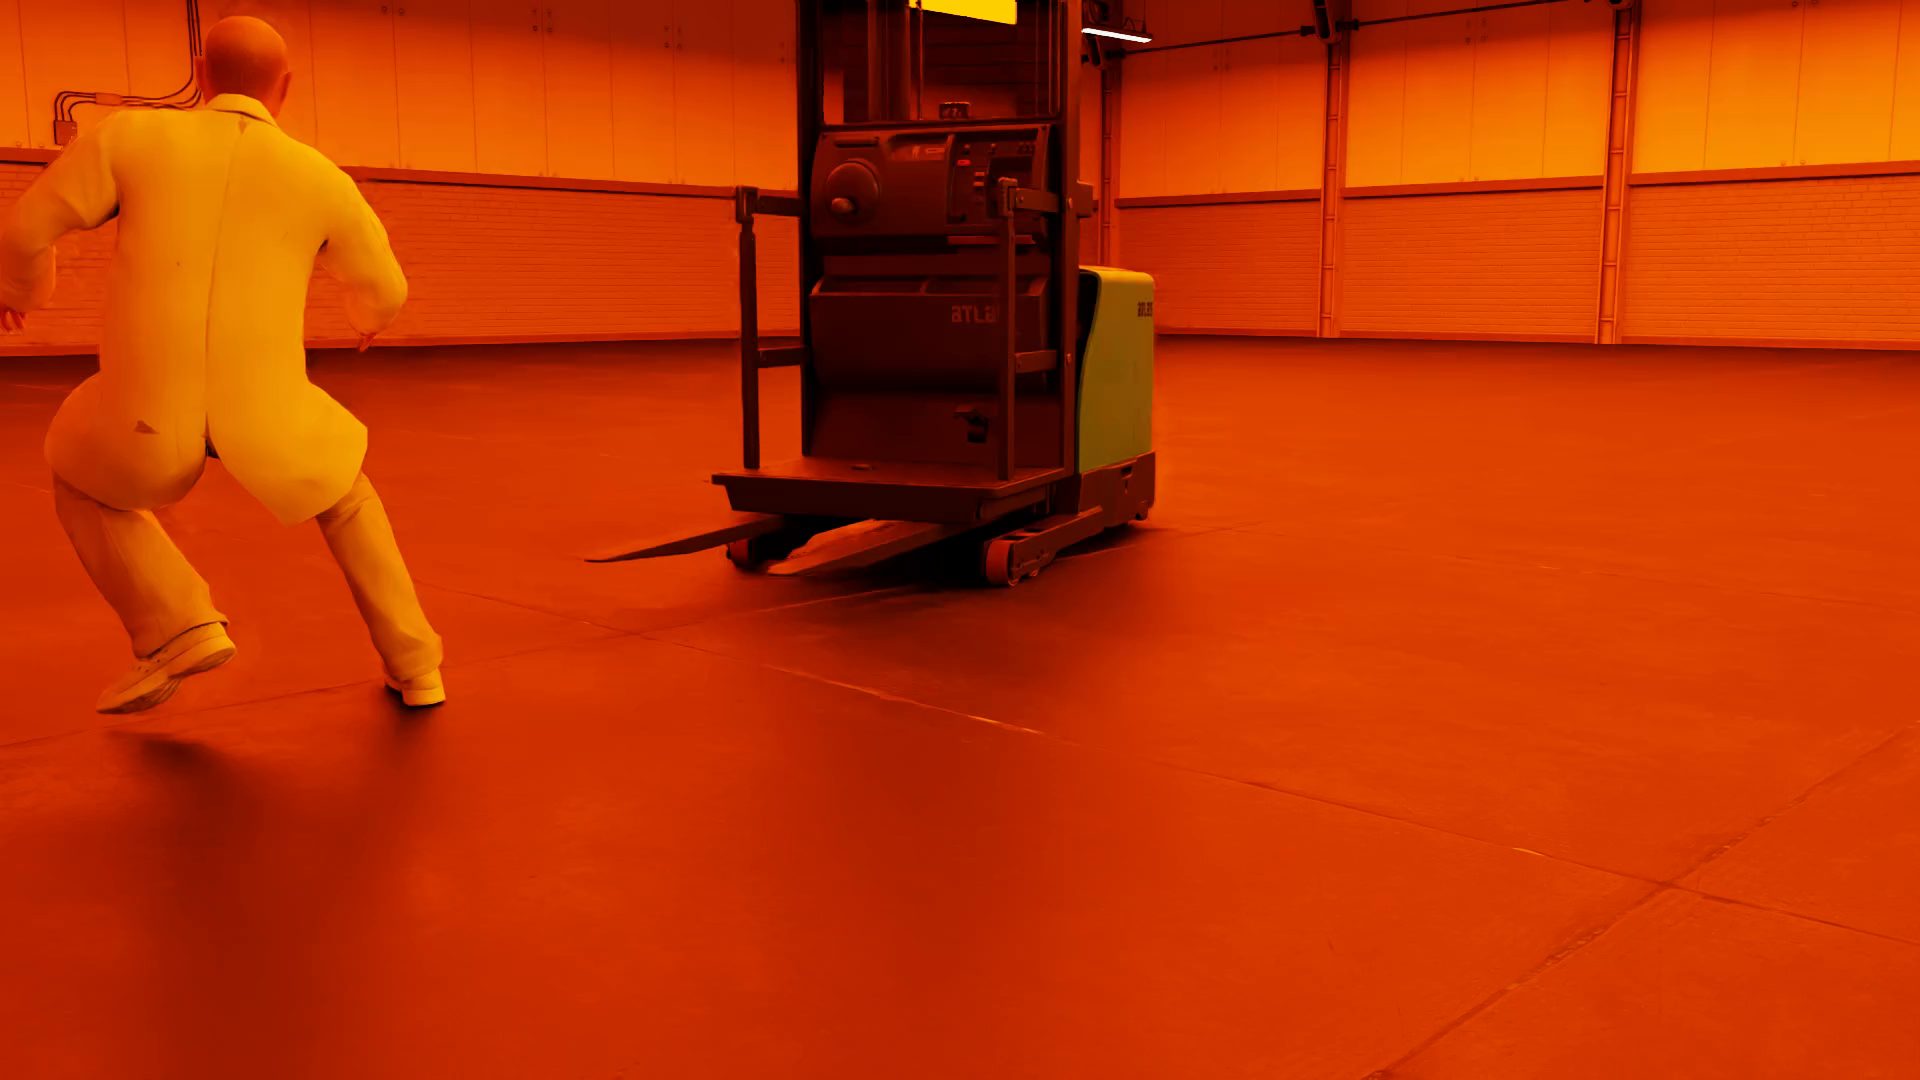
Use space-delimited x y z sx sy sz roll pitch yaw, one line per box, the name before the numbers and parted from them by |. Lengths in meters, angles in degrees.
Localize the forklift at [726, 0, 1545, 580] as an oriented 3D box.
forklift | 0.593 -1.399 6.163 3.031 2.935 1.130 5 10 30
